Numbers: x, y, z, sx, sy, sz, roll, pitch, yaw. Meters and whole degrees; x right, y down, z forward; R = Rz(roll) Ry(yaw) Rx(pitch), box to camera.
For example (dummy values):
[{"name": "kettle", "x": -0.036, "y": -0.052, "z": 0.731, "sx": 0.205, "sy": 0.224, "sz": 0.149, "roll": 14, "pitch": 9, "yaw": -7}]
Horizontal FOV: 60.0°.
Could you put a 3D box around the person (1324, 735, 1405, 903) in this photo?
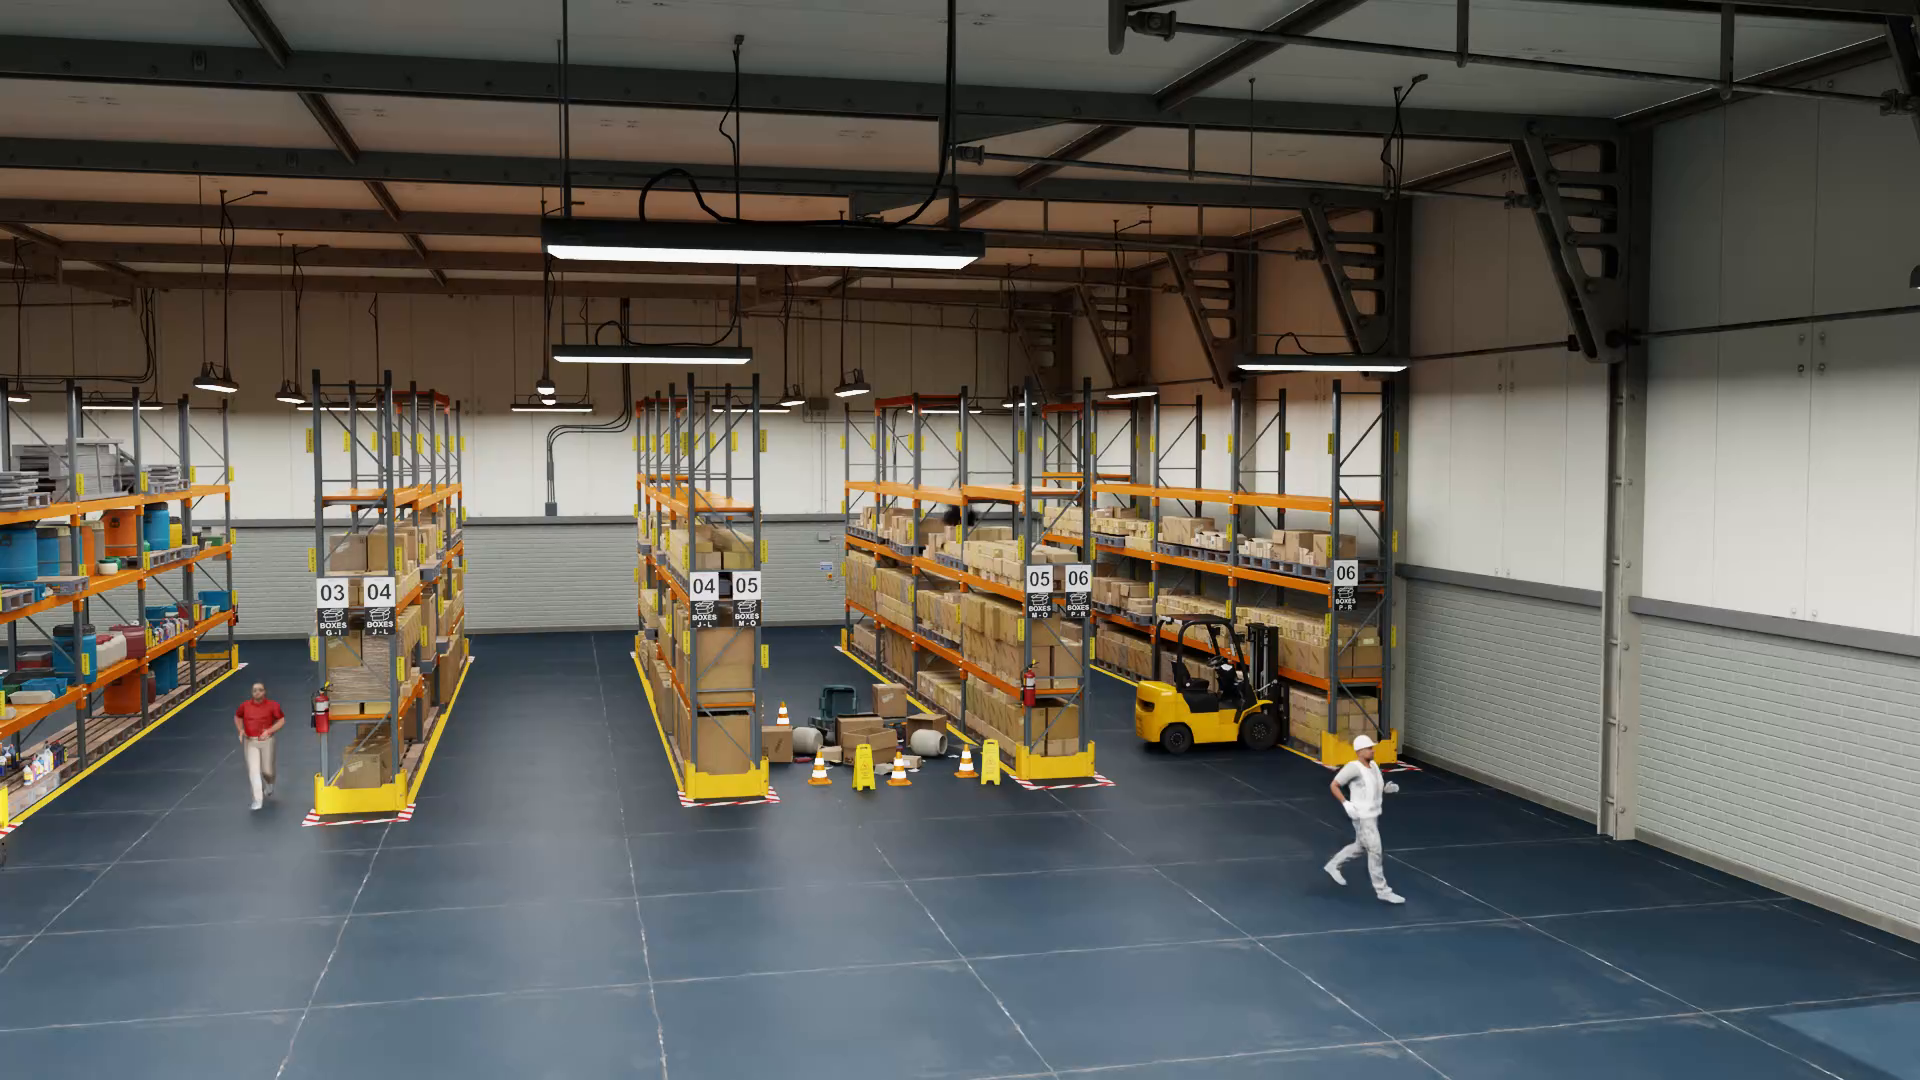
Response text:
[{"name": "person", "x": 4.445, "y": 3.027, "z": 18.267, "sx": 1.002, "sy": 1.766, "sz": 0.687, "roll": 2, "pitch": 4, "yaw": 36}]

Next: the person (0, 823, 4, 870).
[{"name": "person", "x": -10.626, "y": 3.161, "z": 17.944, "sx": 0.583, "sy": 1.604, "sz": 0.573, "roll": 1, "pitch": 3, "yaw": 12}]

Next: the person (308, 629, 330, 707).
[{"name": "person", "x": -12.055, "y": 2.297, "z": 31.665, "sx": 0.656, "sy": 1.783, "sz": 0.899, "roll": -1, "pitch": 4, "yaw": -22}]

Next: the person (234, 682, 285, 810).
[{"name": "person", "x": -9.658, "y": 2.804, "z": 22.917, "sx": 0.673, "sy": 1.694, "sz": 0.886, "roll": -1, "pitch": 3, "yaw": -14}]
